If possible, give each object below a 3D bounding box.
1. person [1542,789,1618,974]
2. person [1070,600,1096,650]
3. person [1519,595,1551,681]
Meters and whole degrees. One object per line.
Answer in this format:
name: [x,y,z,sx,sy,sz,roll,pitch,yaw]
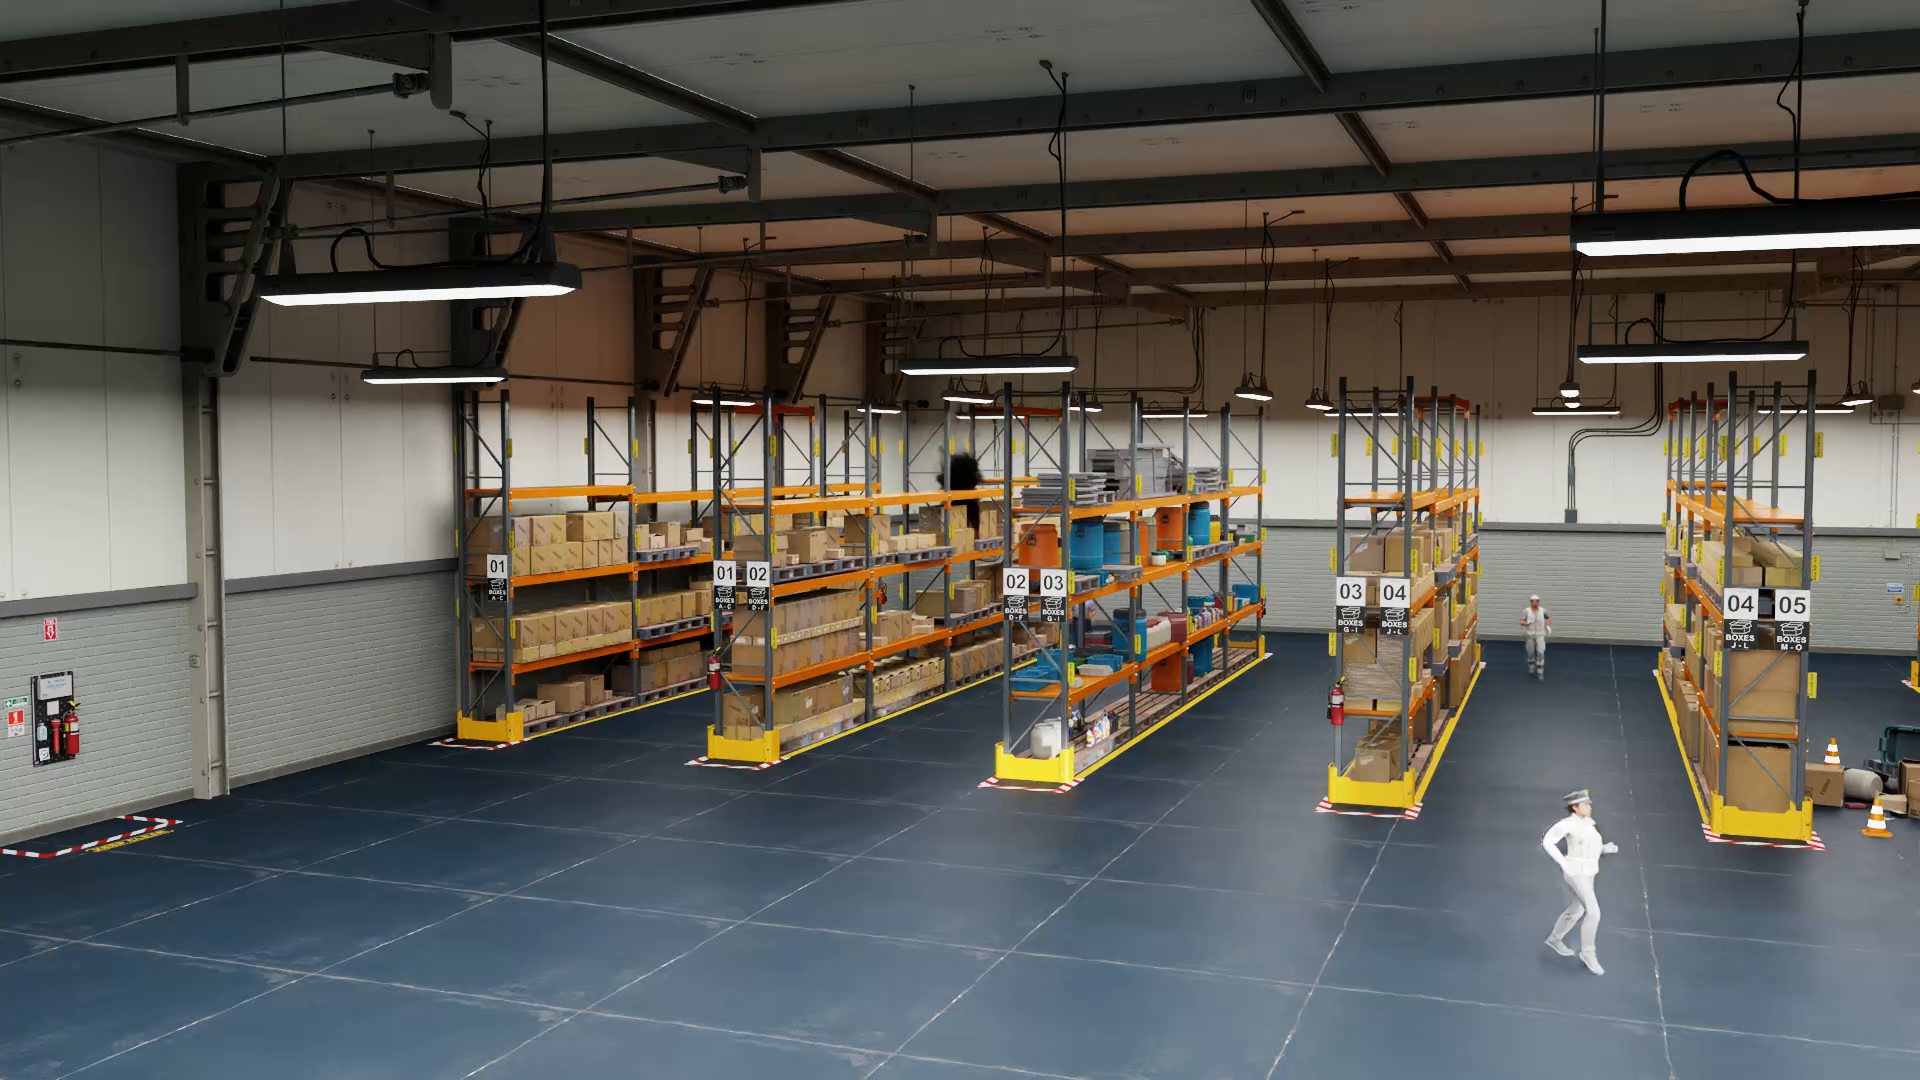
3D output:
person: [5.984,3.270,16.066,0.593,1.752,0.709,-3,4,-43]
person: [2.710,1.880,37.034,0.611,1.624,0.600,1,3,12]
person: [12.486,2.099,36.109,0.653,1.813,0.931,1,3,18]
